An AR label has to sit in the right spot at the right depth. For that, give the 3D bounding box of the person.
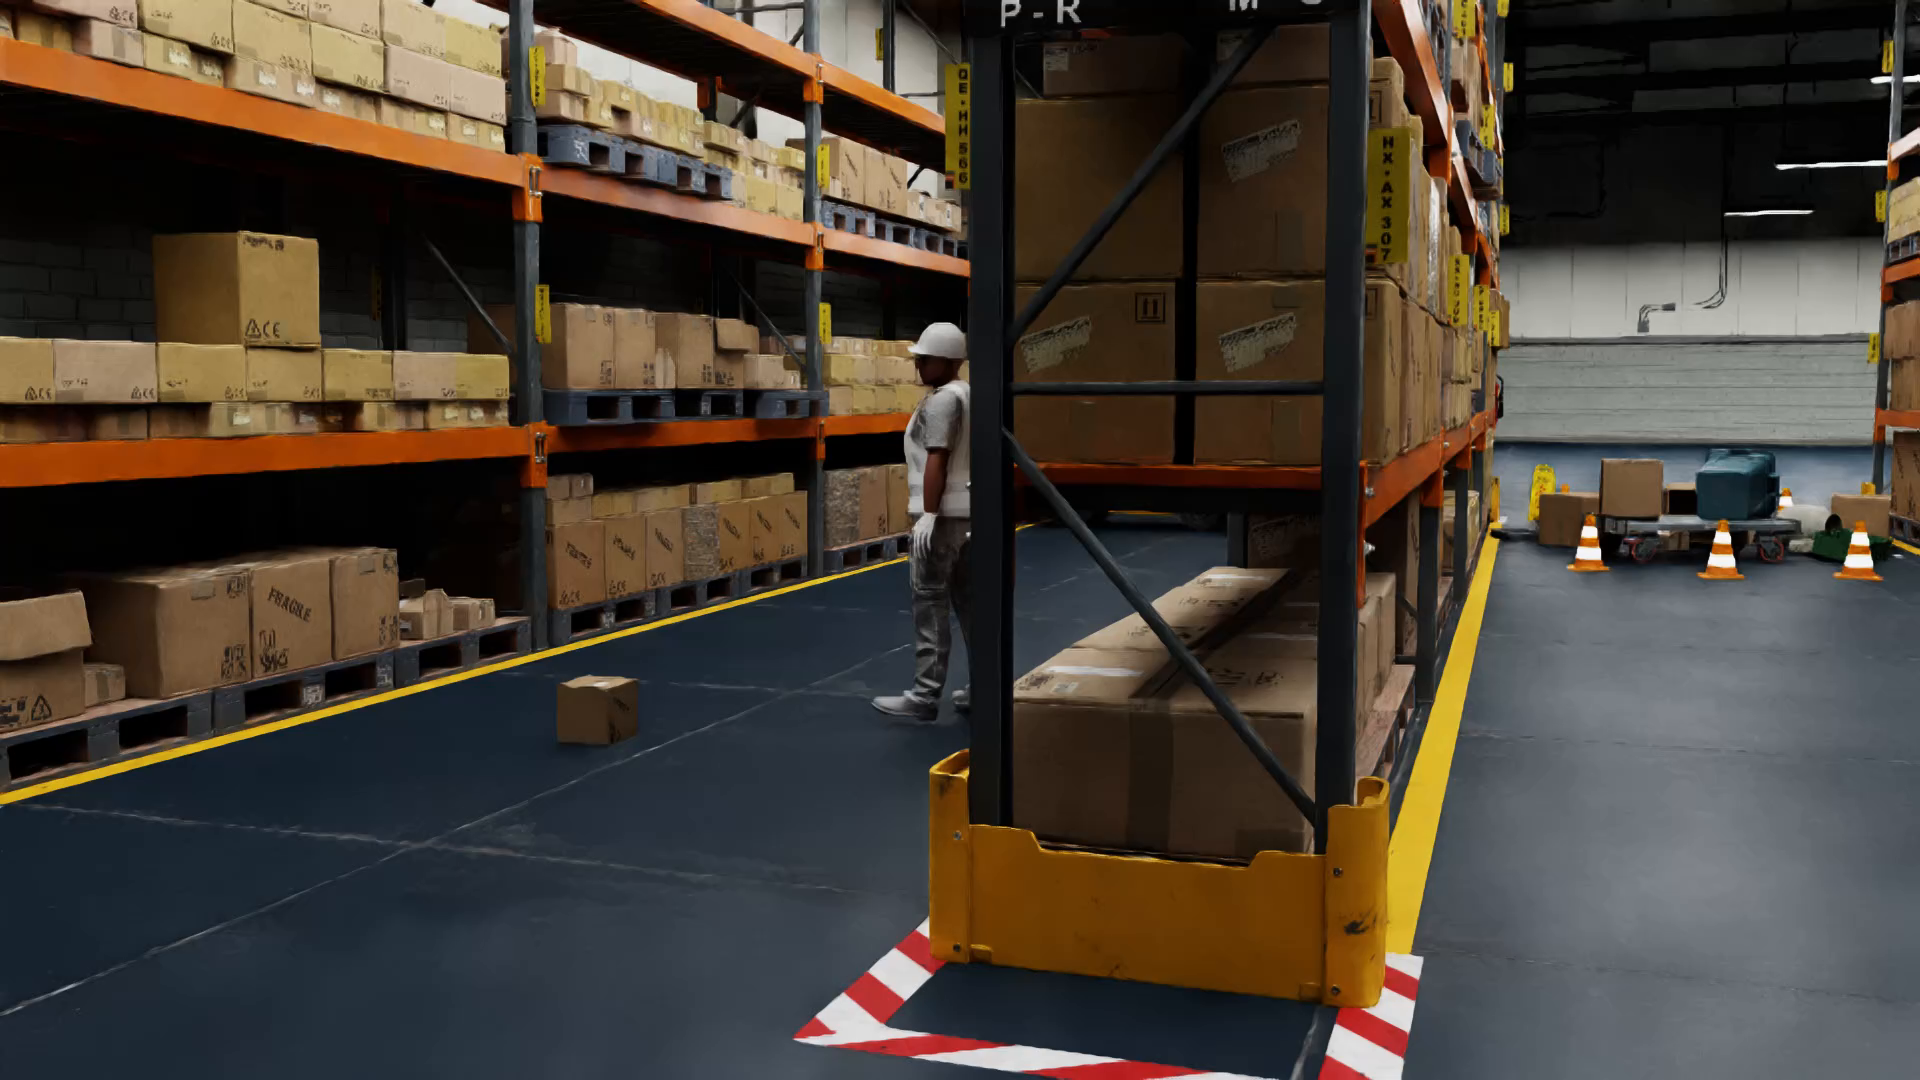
[{"bbox_3d":[-0.106,-0.087,7.552,0.514,1.777,0.646,2,5,19],"label":"person"}]
